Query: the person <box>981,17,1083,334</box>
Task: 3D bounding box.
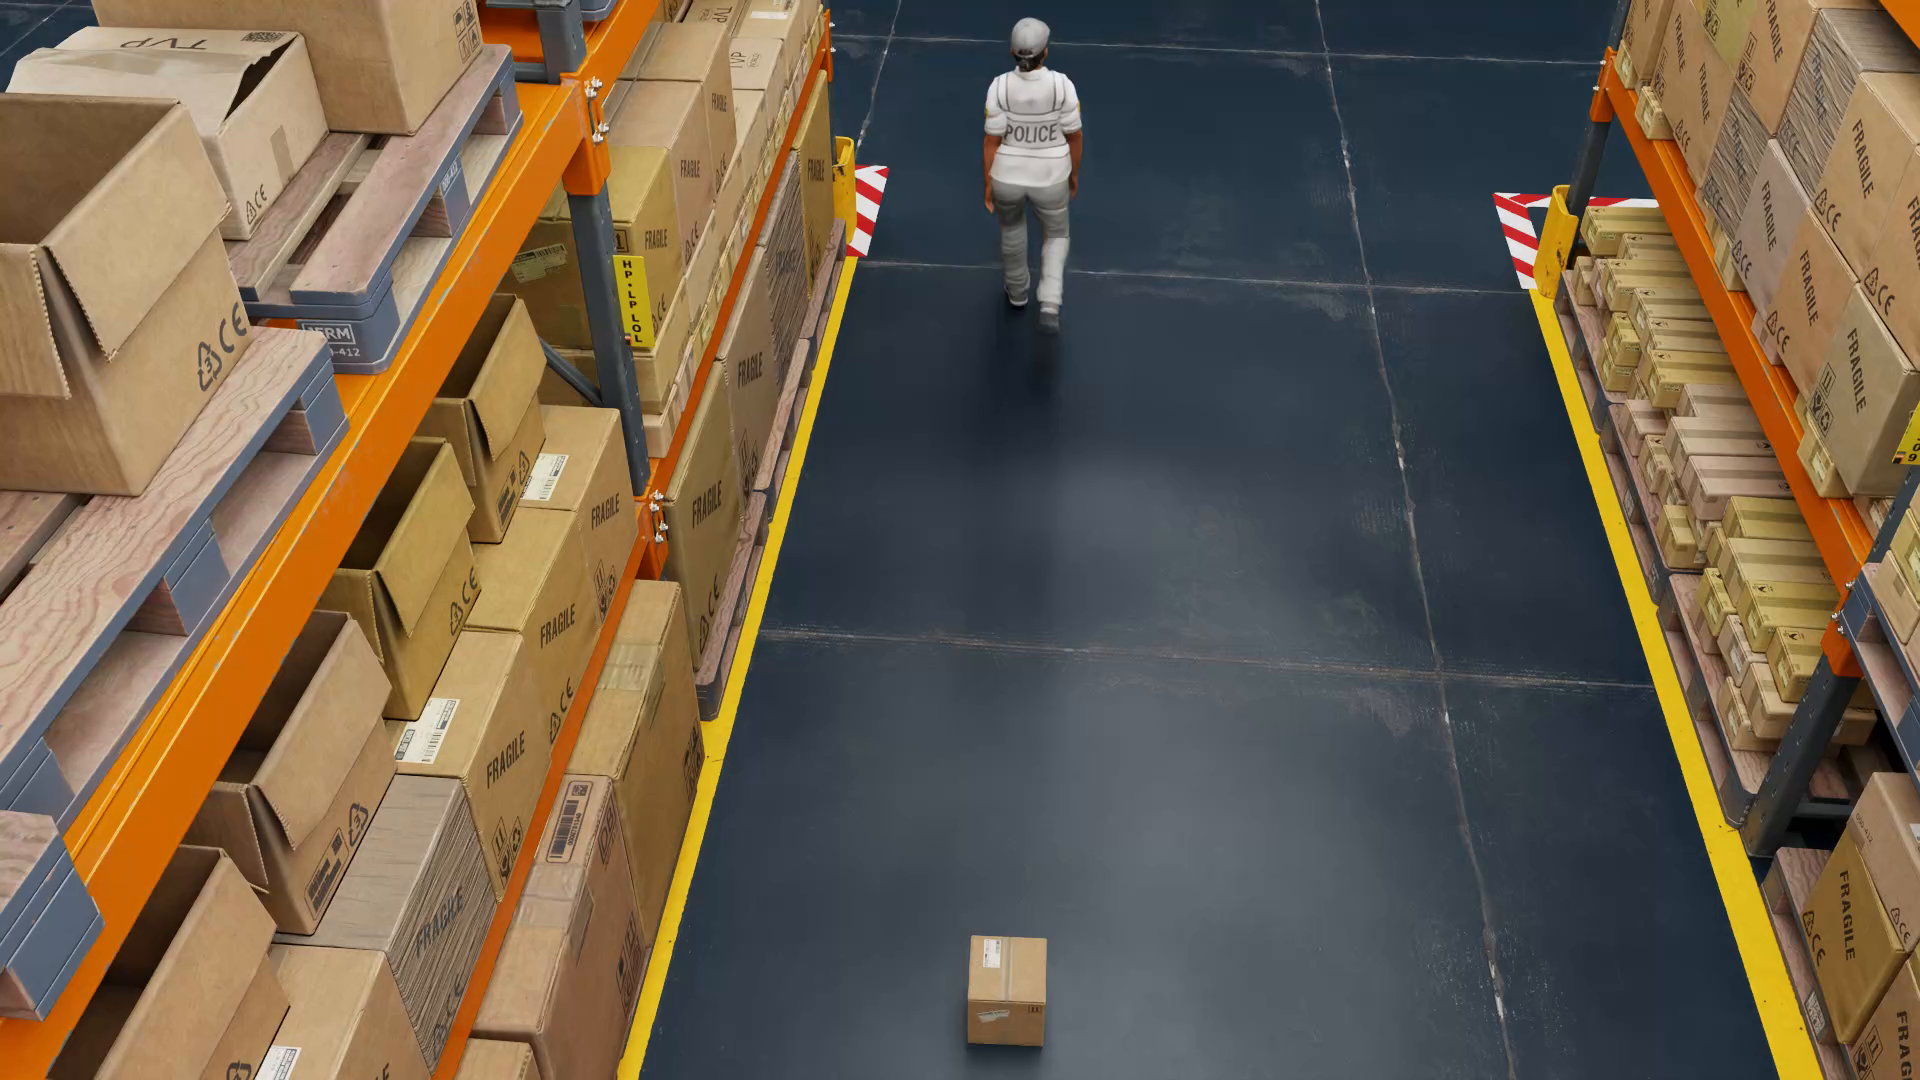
[{"bbox_3d":[0.350,-1.799,8.265,0.496,1.631,0.780,3,40,4],"label":"person"}]
